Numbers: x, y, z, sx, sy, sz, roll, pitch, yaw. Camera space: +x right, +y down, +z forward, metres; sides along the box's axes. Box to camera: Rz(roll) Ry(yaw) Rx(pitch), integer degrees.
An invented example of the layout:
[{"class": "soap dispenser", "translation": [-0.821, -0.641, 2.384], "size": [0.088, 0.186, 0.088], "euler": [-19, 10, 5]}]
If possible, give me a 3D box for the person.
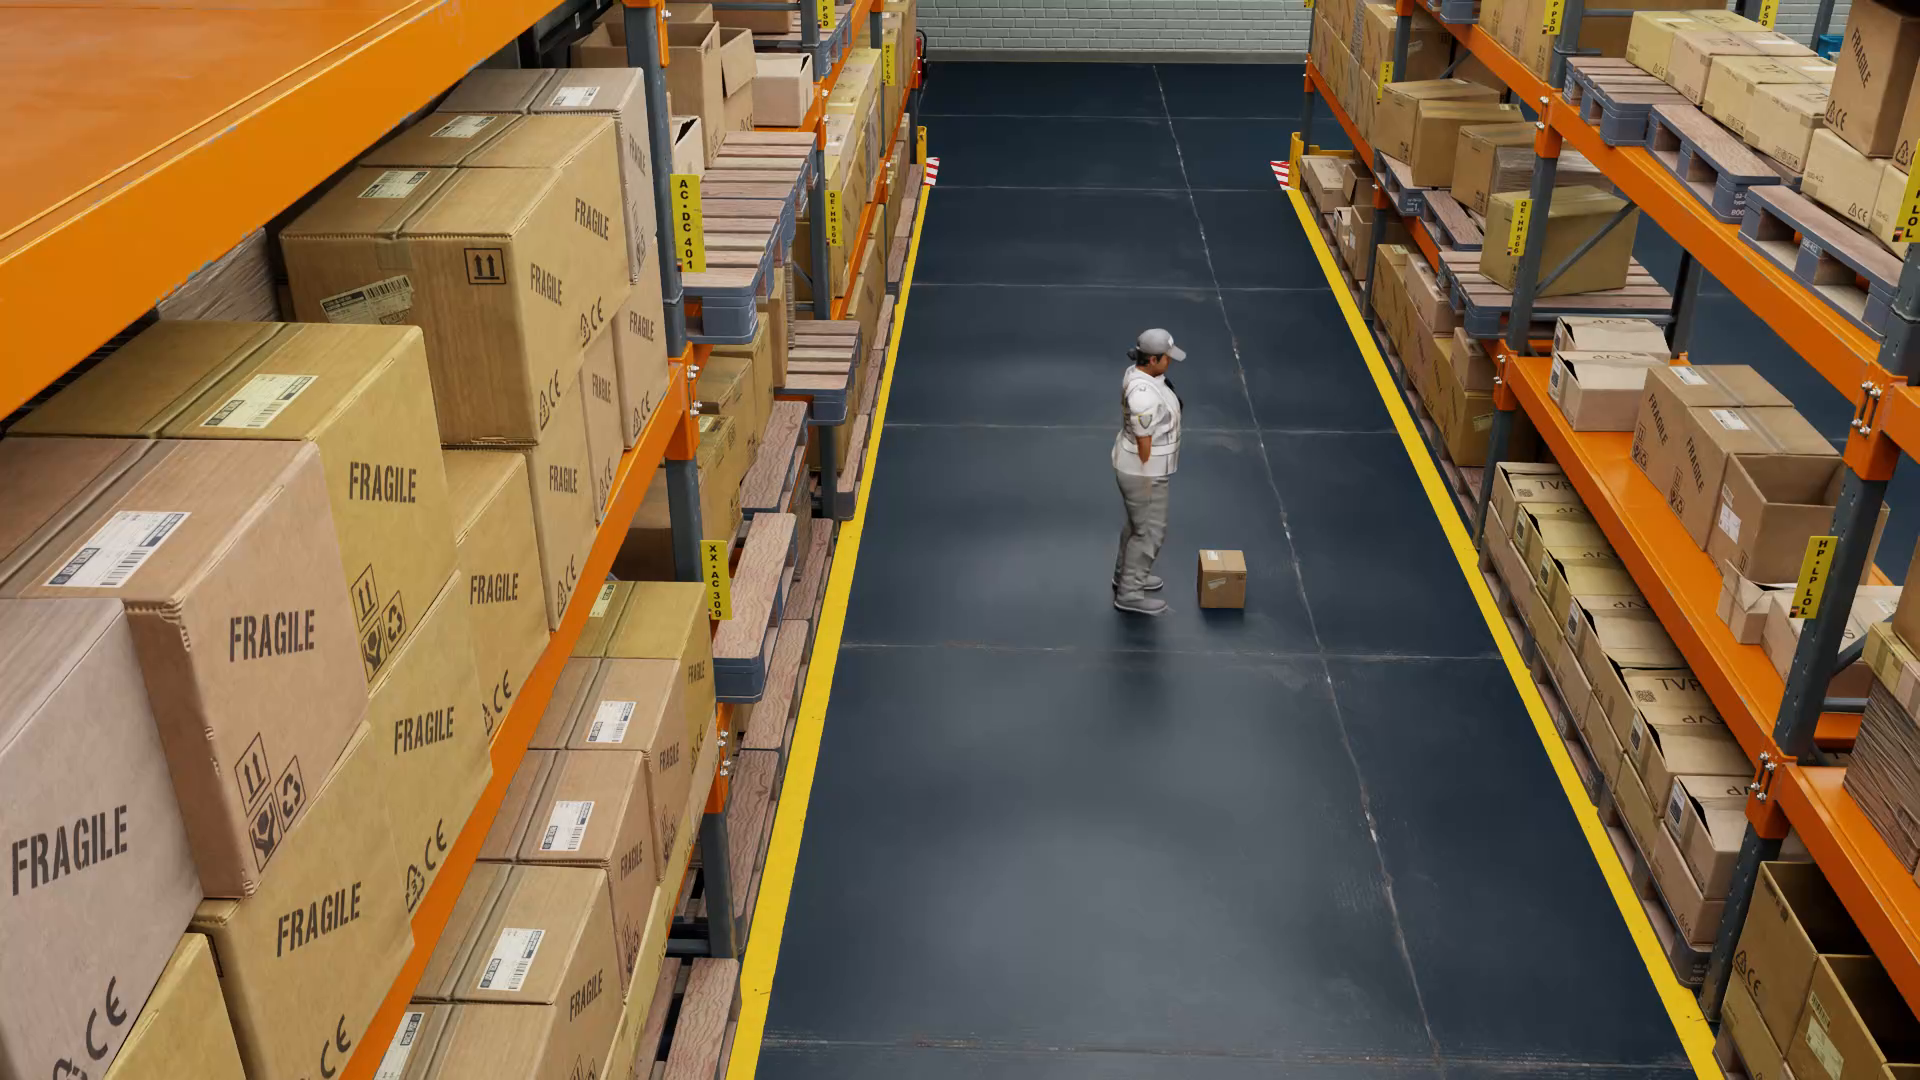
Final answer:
[{"class": "person", "translation": [1.051, -0.407, 9.394], "size": [0.388, 1.657, 0.471], "euler": [2, 28, 3]}]
